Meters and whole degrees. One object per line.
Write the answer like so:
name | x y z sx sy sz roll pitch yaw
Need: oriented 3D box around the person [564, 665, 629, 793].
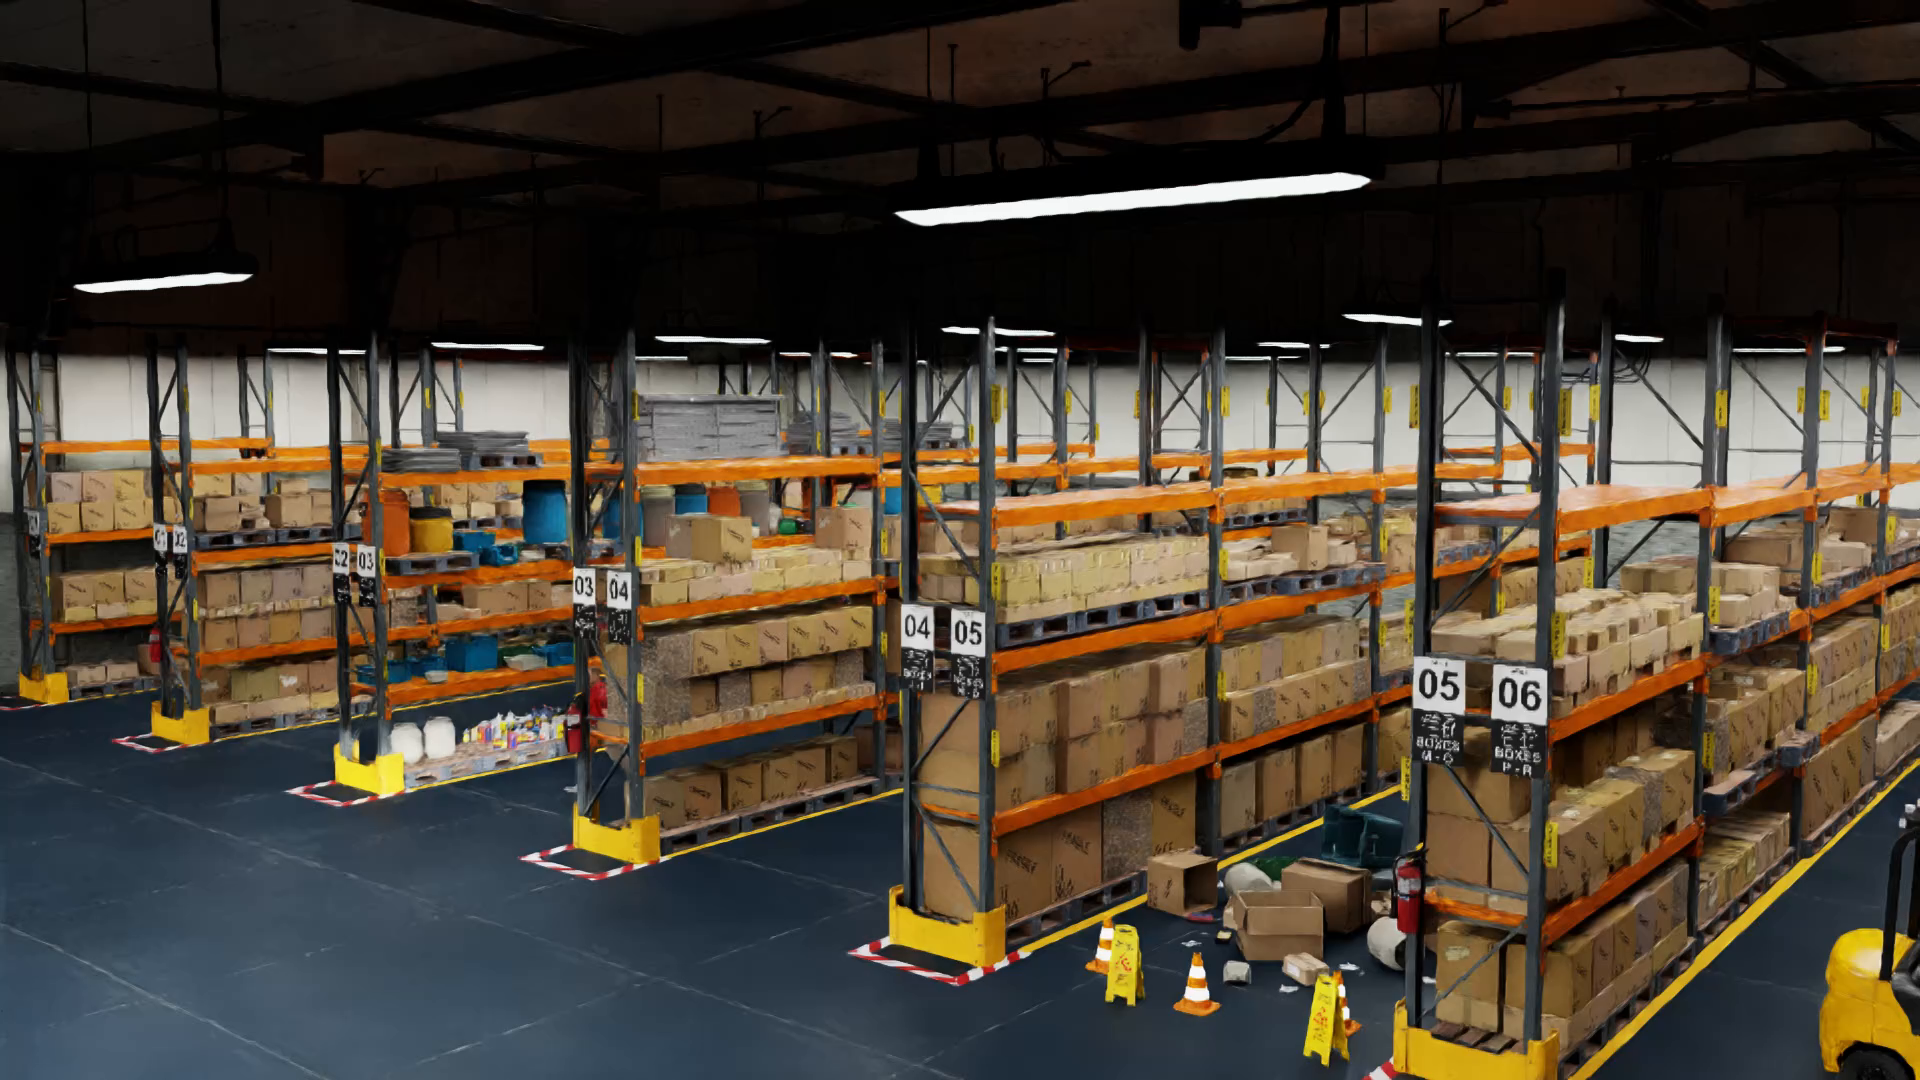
person | -4.546 2.420 21.277 0.974 1.665 0.584 -3 6 -30
